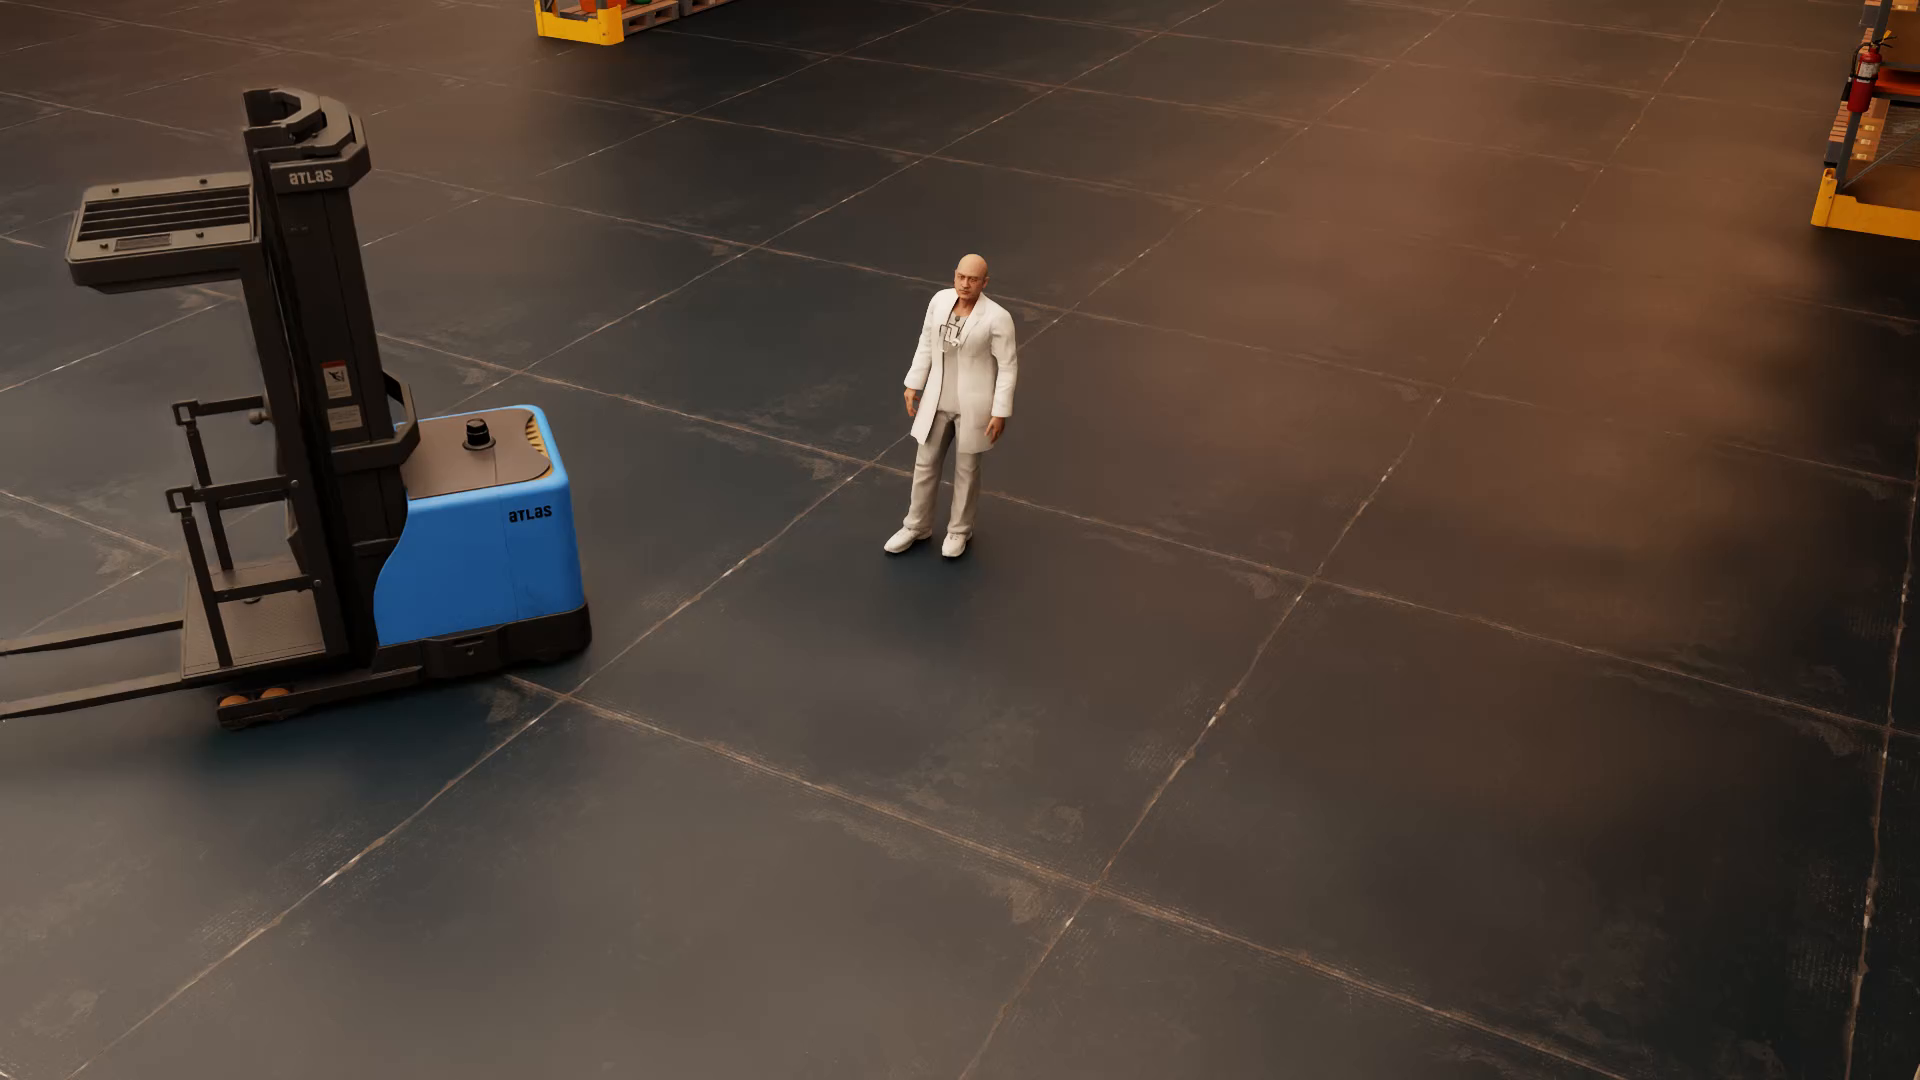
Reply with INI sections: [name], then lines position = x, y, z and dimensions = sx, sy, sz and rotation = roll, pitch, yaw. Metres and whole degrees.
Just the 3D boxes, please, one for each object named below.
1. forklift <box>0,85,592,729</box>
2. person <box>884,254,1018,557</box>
[forklift]
position = -3.549, -0.618, 8.142
dimensions = 3.031, 2.935, 1.130
rotation = -11, 32, -18
[person]
position = -0.048, -0.737, 9.489
dimensions = 0.694, 1.775, 0.581
rotation = 15, 33, 25
